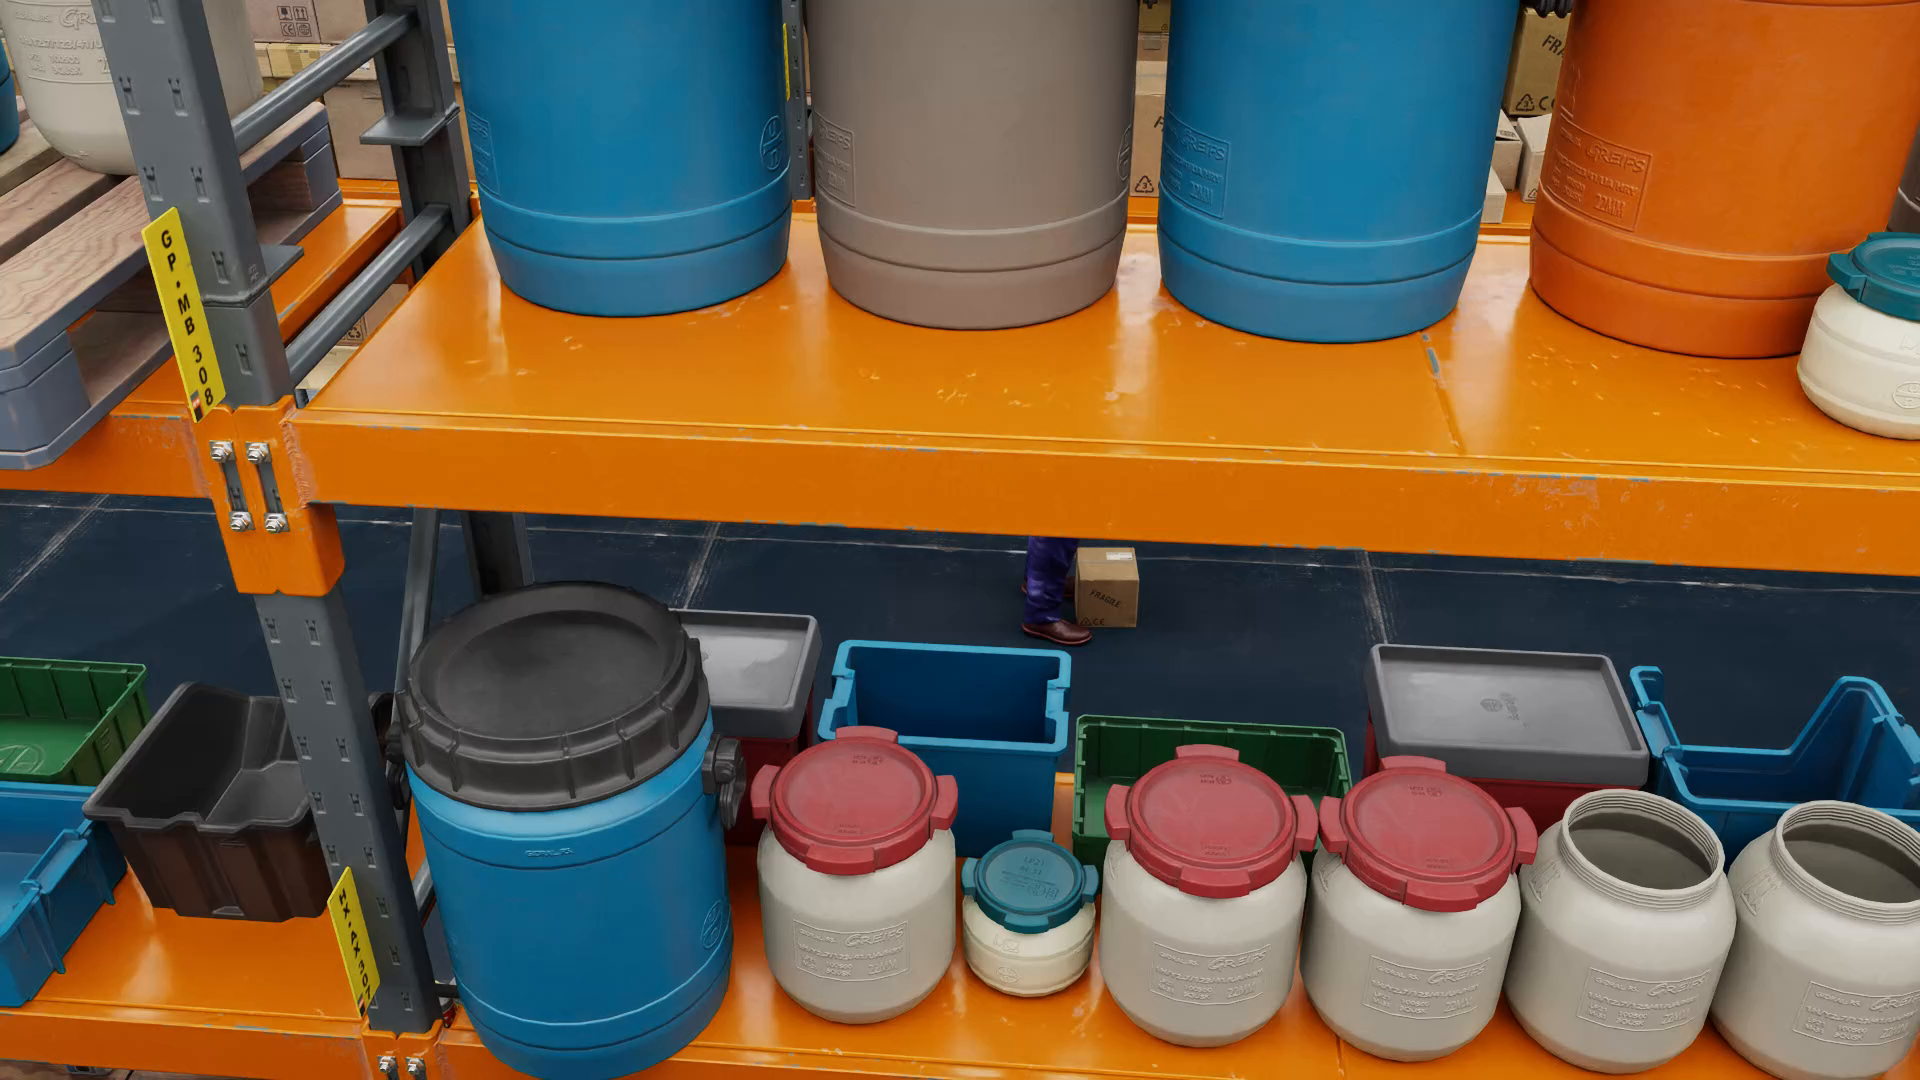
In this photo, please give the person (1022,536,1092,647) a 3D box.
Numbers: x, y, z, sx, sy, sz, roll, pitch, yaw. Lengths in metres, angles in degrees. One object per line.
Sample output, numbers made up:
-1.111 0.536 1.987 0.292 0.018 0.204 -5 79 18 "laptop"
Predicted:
0.390 -0.390 6.776 0.371 1.639 0.538 3 32 4 "person"
